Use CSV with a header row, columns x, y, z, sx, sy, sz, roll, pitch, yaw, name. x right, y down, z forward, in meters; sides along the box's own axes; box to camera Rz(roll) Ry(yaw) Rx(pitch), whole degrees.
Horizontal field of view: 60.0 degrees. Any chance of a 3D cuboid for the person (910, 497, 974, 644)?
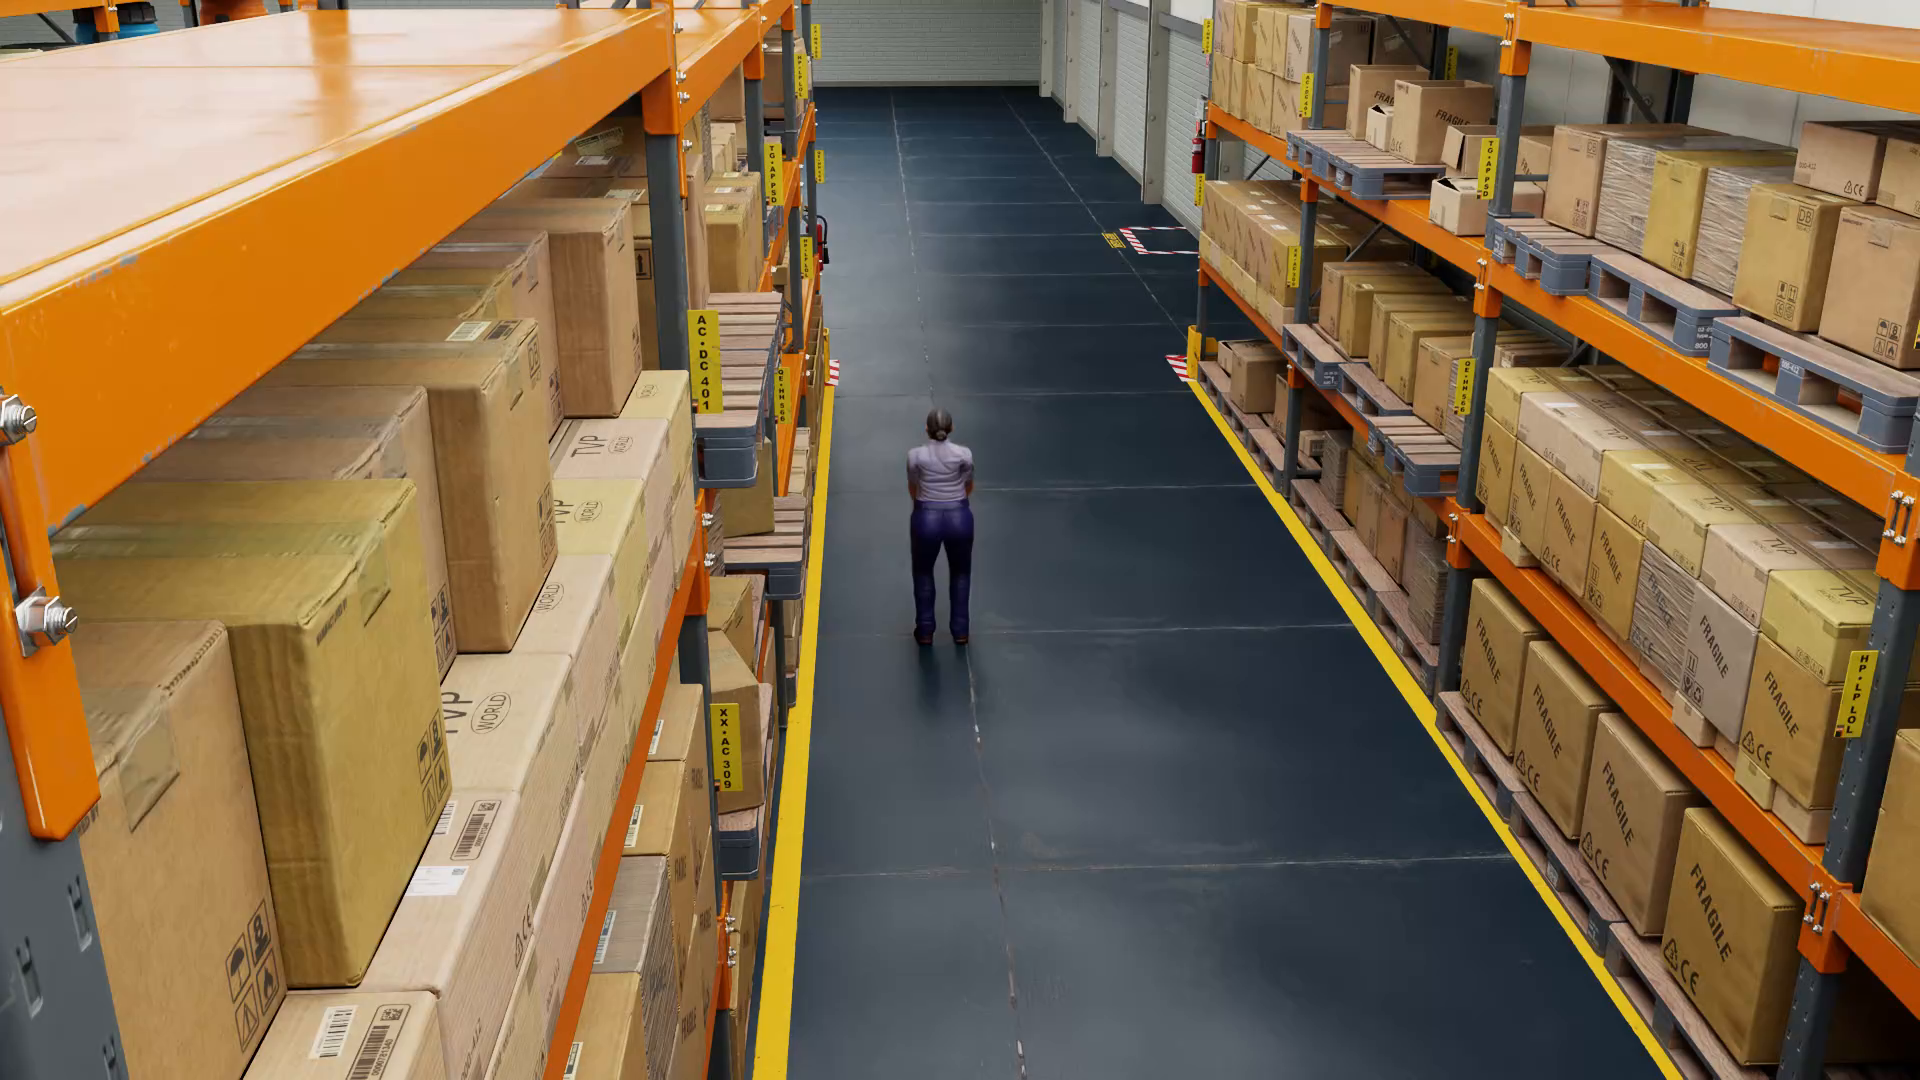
x,y,z,sx,sy,sz,roll,pitch,yaw,name
-0.119,0.194,10.971,0.412,1.030,0.413,-1,21,-4,person
